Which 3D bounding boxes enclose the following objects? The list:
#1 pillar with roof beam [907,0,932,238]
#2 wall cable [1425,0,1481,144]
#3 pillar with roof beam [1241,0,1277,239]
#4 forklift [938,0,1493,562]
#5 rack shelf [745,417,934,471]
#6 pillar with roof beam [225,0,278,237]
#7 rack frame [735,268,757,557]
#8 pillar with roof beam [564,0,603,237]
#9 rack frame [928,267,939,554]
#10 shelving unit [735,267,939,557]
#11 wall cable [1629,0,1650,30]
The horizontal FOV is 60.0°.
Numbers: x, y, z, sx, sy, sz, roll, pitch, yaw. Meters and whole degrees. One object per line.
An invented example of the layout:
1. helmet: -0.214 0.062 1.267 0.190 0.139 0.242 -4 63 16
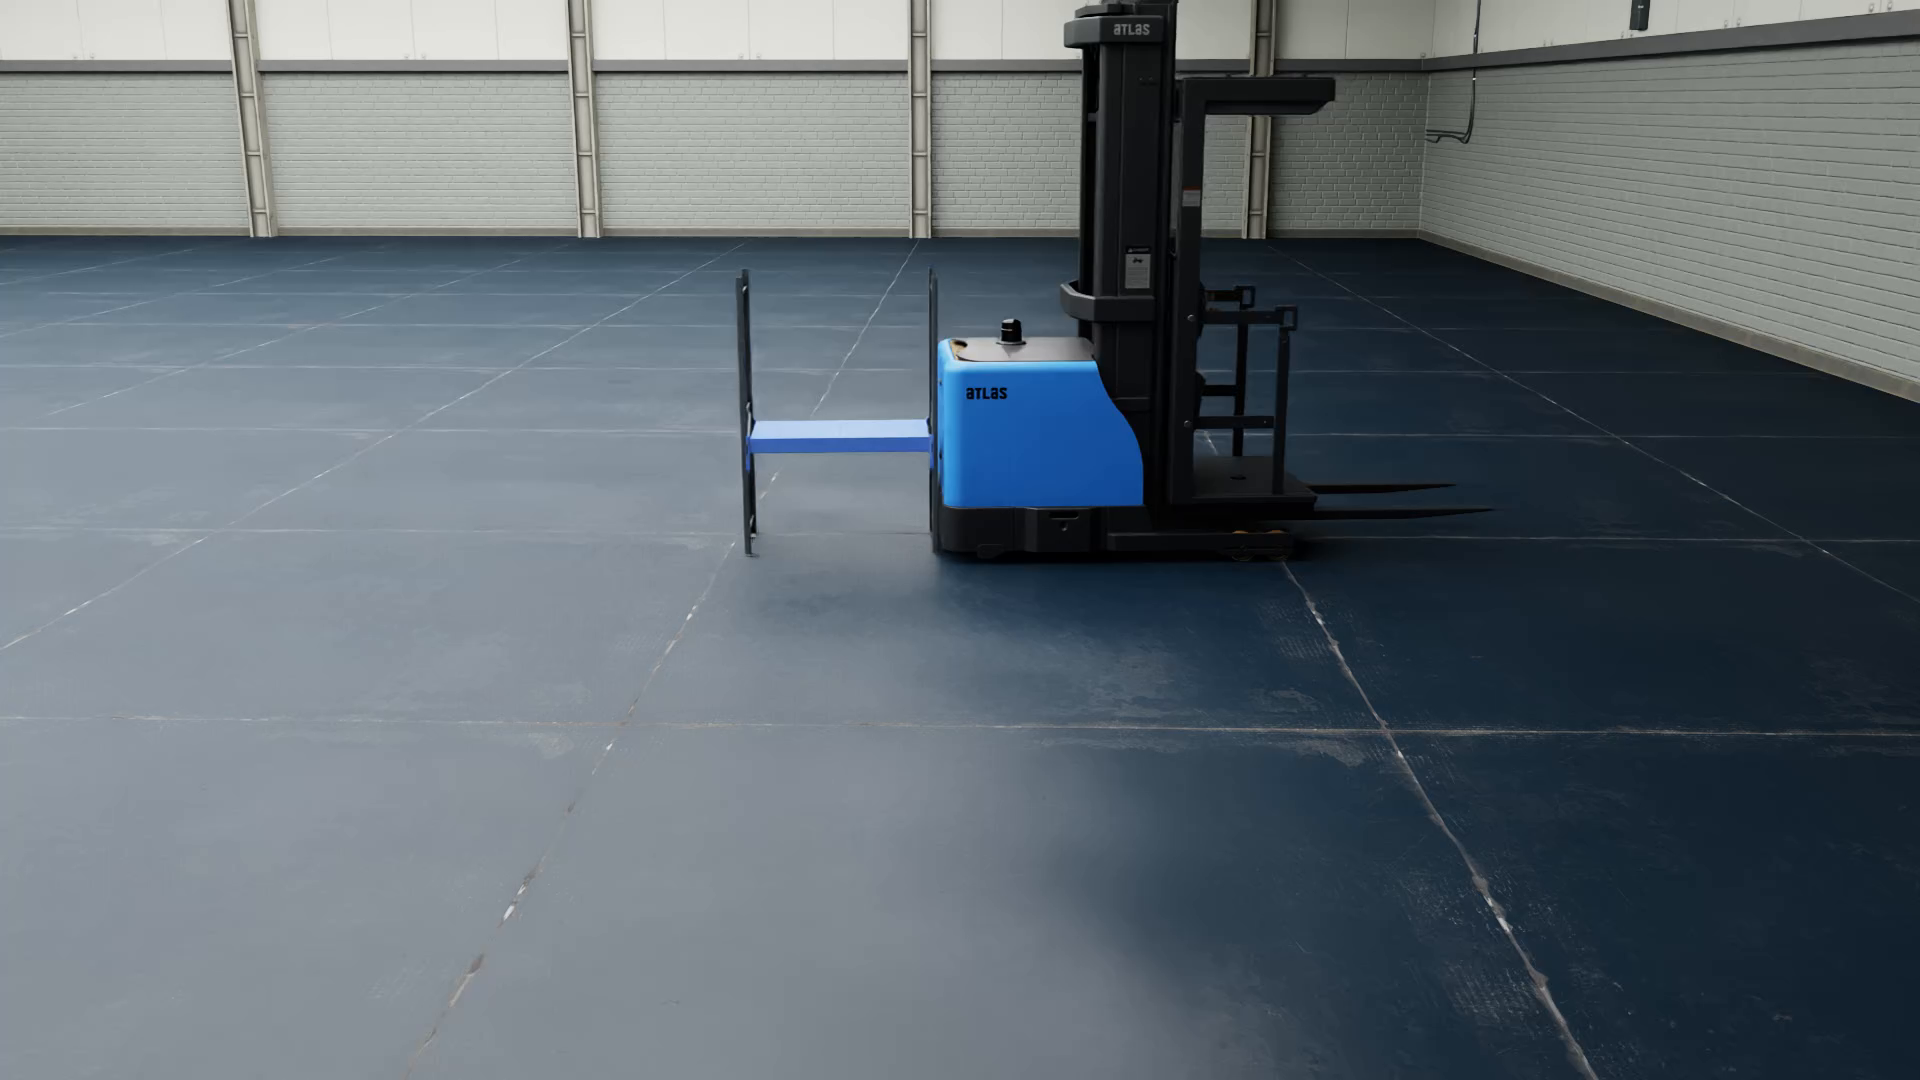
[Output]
1. pillar with roof beam: -0.822 -8.728 24.783 0.400 9.000 9.100 0 15 1
2. wall cable: 8.197 -7.929 27.842 0.112 2.526 3.097 0 15 1
3. pillar with roof beam: 5.176 -8.689 24.635 0.400 9.000 9.100 0 15 1
4. forklift: 1.395 -1.436 9.036 3.031 2.935 1.130 -1 15 -3
5. rack shelf: -0.653 -0.531 9.119 1.000 0.185 0.538 -1 15 -3
6. pillar with roof beam: -12.818 -8.807 25.080 0.400 9.000 9.100 0 15 1
7. rack frame: -1.161 -0.699 9.048 0.032 1.500 0.500 -1 15 -3
8. pillar with roof beam: -6.820 -8.768 24.932 0.400 9.000 9.100 0 15 1
9. rack frame: -0.146 -0.712 9.099 0.032 1.500 0.500 -1 15 -3
10. shelving unit: -0.653 -0.705 9.074 1.048 1.500 0.538 -1 15 -3
11. wall cable: 7.939 -8.654 17.836 0.169 6.003 2.305 0 15 1
